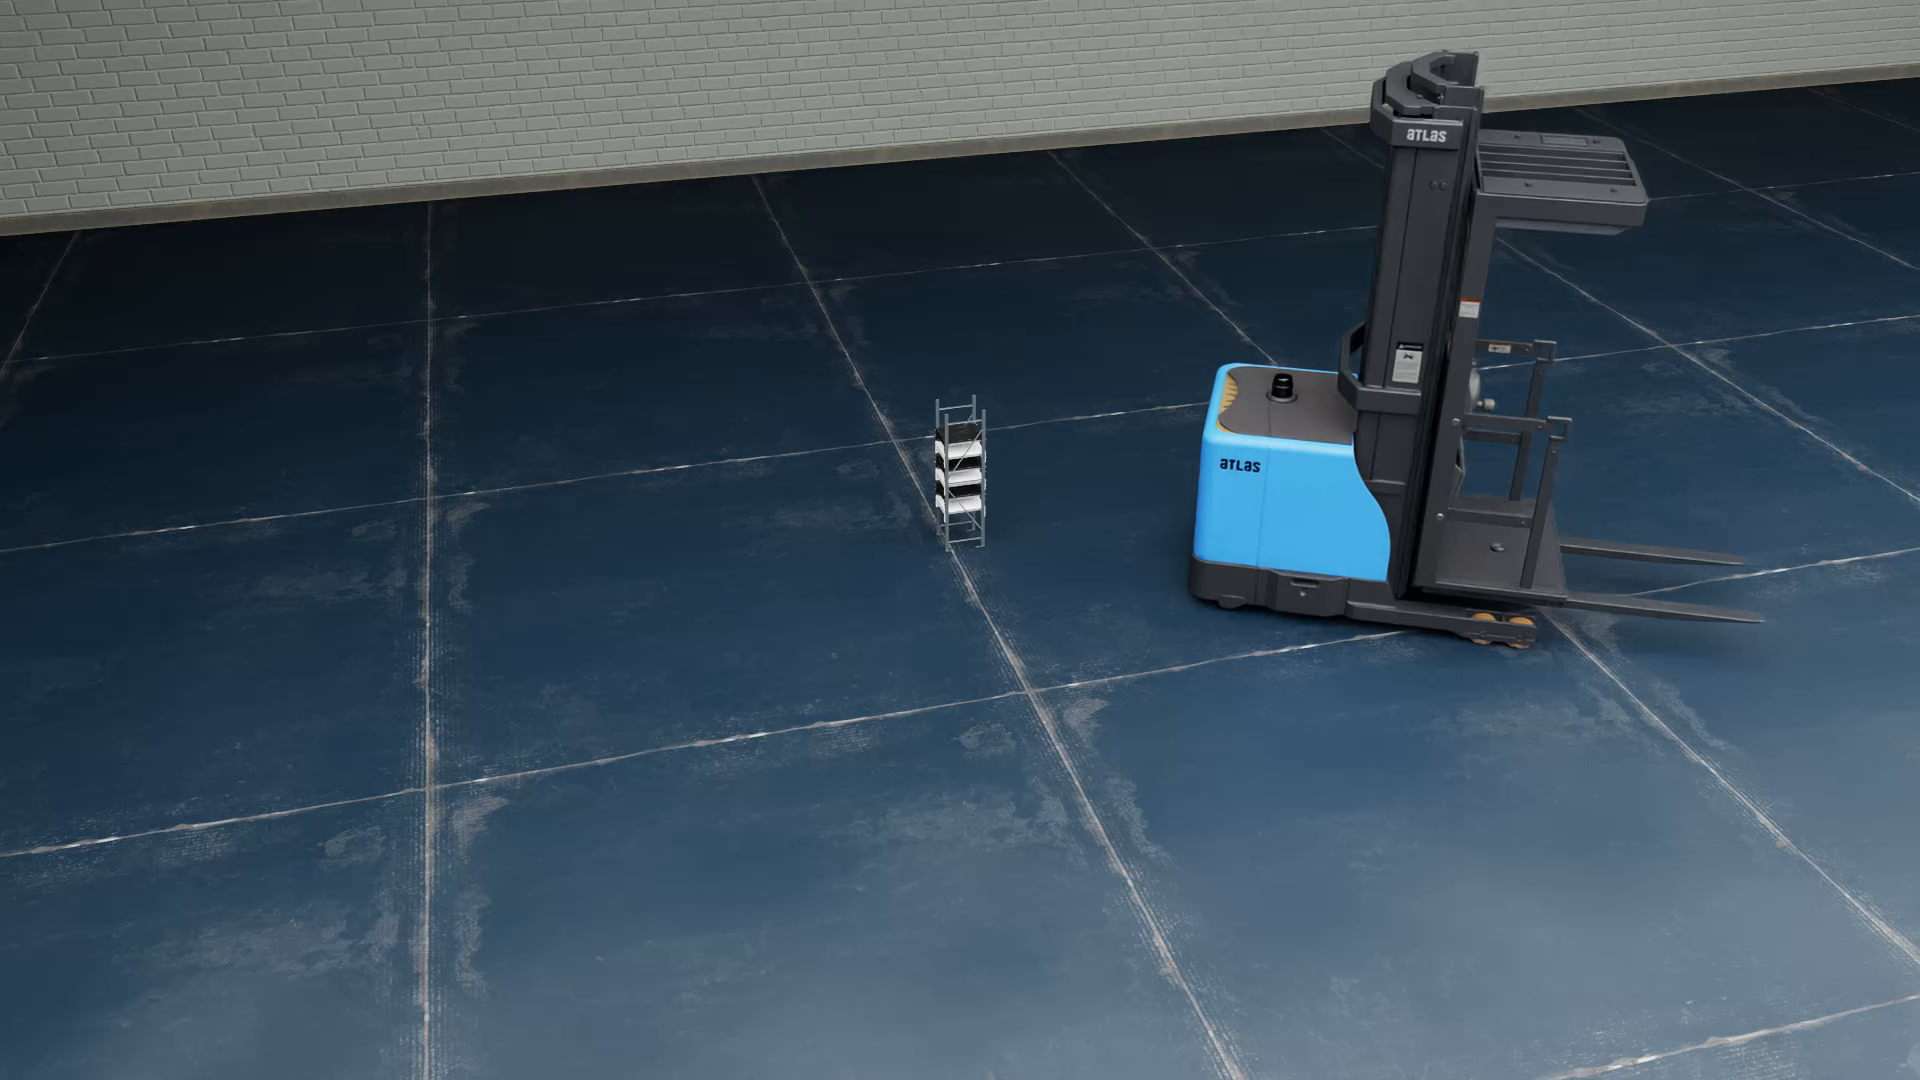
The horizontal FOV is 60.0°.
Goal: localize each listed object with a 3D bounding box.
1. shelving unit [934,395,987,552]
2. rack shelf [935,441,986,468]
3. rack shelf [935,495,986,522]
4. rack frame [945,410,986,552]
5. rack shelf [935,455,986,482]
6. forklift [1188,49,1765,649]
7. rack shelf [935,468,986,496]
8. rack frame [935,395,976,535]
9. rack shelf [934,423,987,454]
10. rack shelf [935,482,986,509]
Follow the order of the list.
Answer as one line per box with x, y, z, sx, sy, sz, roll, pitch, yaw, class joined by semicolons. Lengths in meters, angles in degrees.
0.002;-0.386;9.749;0.258;0.900;0.210;-8;31;-13;shelving unit
0.002;-0.512;9.675;0.258;0.077;0.200;-8;31;-13;rack shelf
0.002;-0.201;9.856;0.258;0.077;0.200;-8;31;-13;rack shelf
0.029;-0.336;9.664;0.240;0.900;0.006;-8;31;-13;rack frame
0.002;-0.435;9.720;0.258;0.077;0.200;-8;31;-13;rack shelf
2.855;-0.976;8.742;3.031;2.935;1.130;7;31;11;forklift
0.002;-0.357;9.766;0.258;0.077;0.200;-8;31;-13;rack shelf
-0.025;-0.435;9.834;0.240;0.900;0.006;-8;31;-13;rack frame
0.002;-0.590;9.630;0.258;0.077;0.200;-8;31;-13;rack shelf
0.002;-0.279;9.811;0.258;0.077;0.200;-8;31;-13;rack shelf
